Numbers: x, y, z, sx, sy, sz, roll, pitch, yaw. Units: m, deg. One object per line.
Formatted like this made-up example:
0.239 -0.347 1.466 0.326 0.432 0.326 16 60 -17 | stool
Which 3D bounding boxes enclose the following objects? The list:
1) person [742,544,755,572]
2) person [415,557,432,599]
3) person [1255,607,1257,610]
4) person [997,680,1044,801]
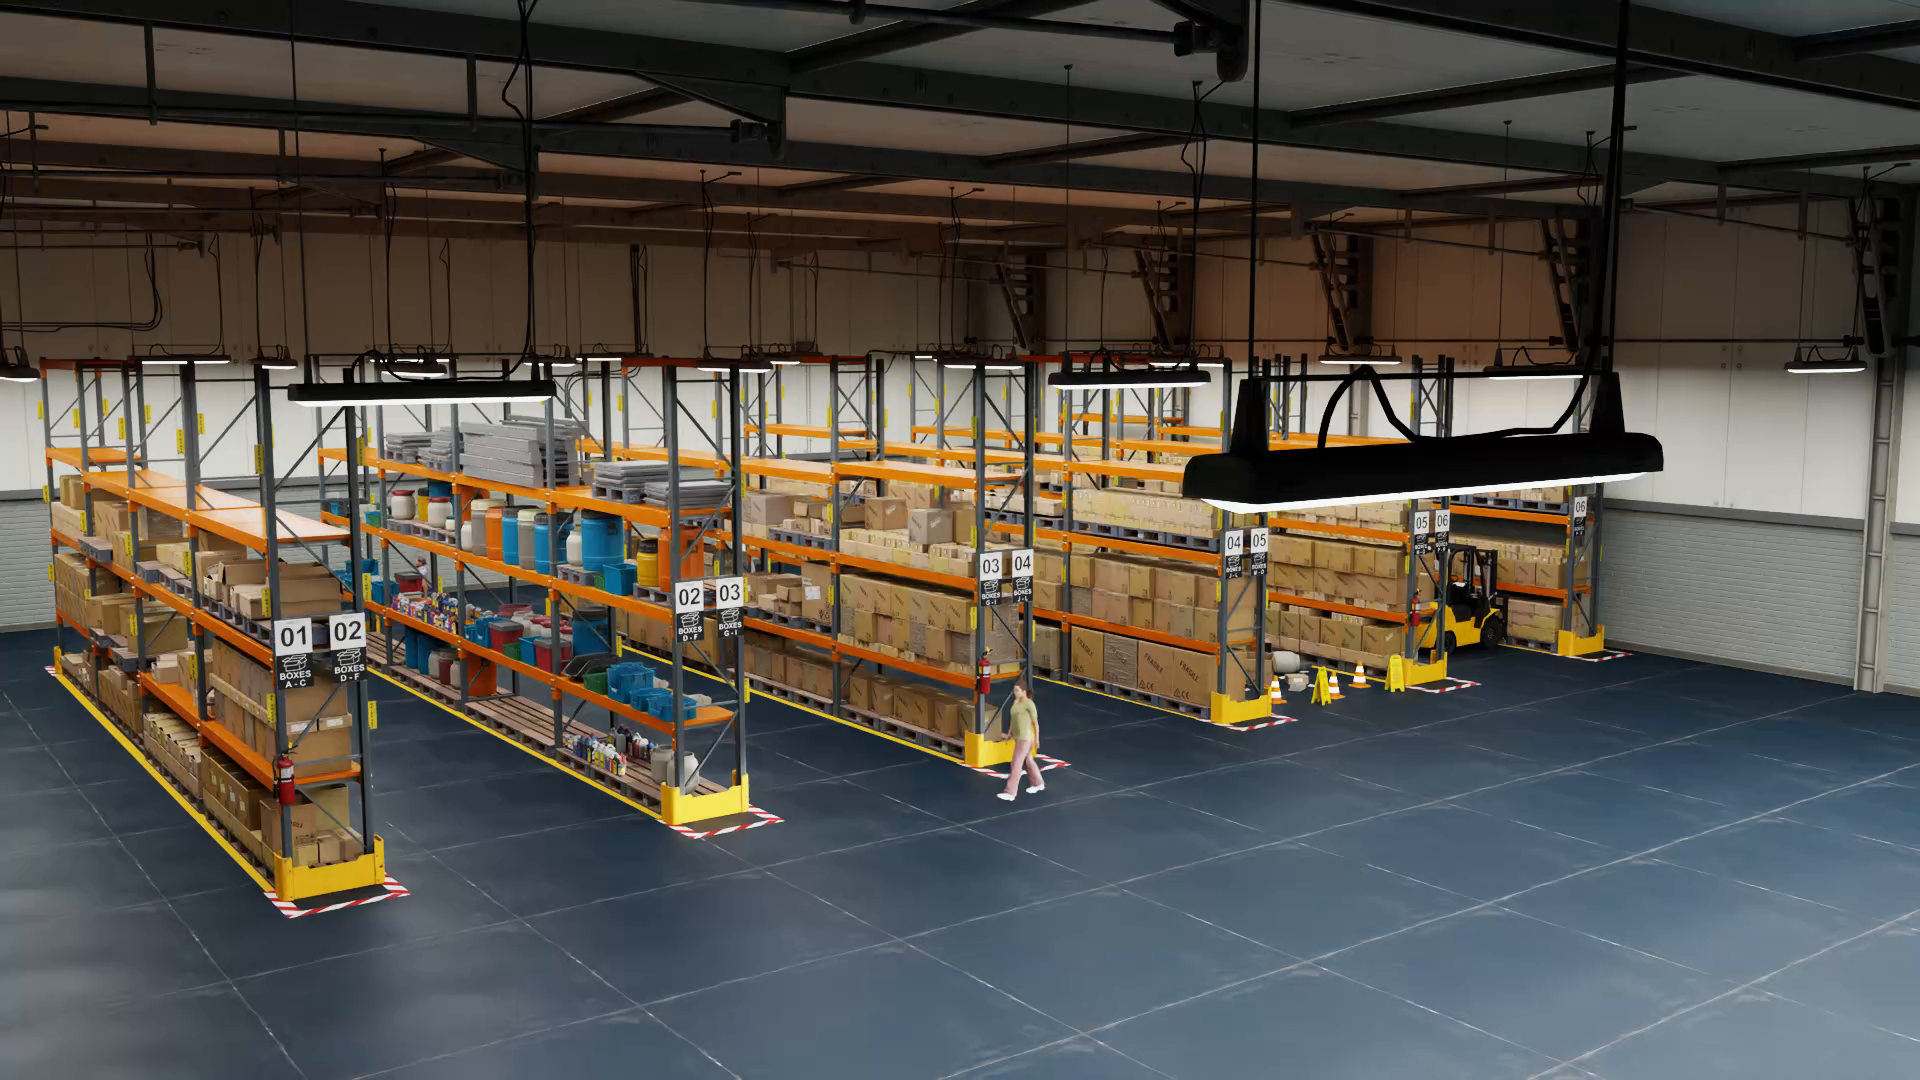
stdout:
-5.705 0.311 43.274 1.116 1.667 0.570 -1 7 -5 | person
-11.681 1.200 36.171 0.571 1.690 0.521 -1 7 -8 | person
6.759 1.101 36.857 0.578 1.646 0.508 4 8 28 | person
0.824 2.751 23.047 0.892 1.641 0.465 -3 8 -26 | person
